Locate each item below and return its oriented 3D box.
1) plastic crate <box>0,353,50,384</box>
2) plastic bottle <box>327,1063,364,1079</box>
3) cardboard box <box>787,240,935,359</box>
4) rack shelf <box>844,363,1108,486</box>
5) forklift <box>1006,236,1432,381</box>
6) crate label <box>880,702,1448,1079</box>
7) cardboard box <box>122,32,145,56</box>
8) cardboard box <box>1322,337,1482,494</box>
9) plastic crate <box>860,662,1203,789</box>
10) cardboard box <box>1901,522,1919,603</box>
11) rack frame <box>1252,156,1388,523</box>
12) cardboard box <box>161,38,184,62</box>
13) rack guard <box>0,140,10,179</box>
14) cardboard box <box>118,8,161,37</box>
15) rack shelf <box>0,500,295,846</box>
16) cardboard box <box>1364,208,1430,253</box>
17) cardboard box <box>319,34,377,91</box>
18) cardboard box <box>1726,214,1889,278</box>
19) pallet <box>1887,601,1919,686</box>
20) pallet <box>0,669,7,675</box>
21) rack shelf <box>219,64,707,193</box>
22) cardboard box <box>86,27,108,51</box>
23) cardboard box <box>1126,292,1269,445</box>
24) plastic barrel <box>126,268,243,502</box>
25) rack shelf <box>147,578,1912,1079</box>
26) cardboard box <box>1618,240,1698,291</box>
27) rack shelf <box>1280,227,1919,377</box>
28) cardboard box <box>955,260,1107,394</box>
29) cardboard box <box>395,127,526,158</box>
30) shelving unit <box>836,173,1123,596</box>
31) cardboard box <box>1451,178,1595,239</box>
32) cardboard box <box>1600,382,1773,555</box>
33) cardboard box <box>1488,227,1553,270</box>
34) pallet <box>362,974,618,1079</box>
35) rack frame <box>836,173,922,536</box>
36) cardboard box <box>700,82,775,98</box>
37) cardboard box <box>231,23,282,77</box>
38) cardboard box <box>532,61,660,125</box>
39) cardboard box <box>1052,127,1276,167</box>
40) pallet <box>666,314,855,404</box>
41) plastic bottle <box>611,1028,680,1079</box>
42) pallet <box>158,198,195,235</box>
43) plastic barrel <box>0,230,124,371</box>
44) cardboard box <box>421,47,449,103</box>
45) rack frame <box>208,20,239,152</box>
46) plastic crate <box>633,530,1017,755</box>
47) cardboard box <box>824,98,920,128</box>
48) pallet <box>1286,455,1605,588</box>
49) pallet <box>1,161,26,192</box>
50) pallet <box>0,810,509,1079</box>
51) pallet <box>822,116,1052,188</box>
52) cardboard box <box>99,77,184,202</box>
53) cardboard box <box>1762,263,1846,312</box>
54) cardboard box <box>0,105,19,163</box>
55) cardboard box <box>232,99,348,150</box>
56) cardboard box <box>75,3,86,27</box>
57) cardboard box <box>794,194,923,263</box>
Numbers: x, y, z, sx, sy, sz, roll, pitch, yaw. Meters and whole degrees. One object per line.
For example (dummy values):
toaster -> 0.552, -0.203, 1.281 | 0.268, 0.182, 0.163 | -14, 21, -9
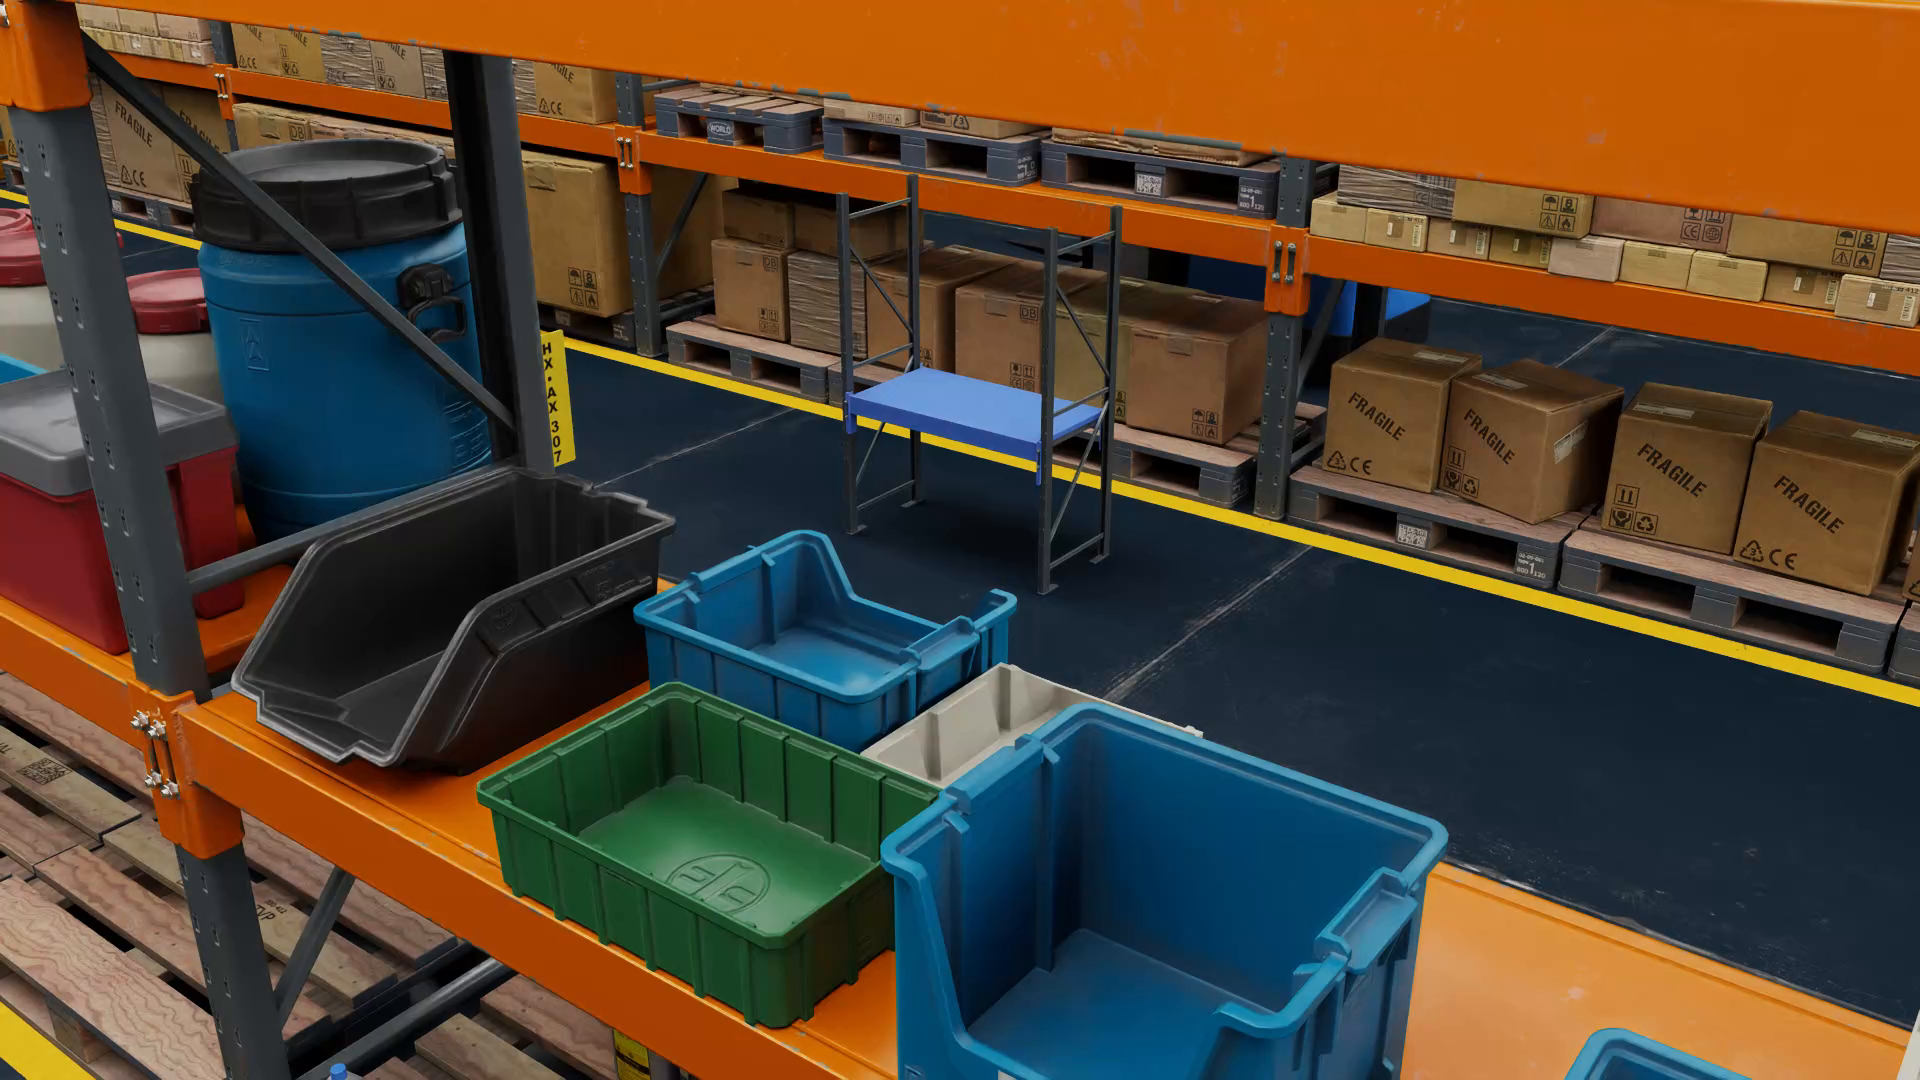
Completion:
plastic crate -> -2.373, -0.187, 3.974 | 0.575, 0.384, 0.392 | 17, 29, 33
plastic bottle -> -1.311, 1.238, 3.559 | 0.097, 0.271, 0.097 | 0, 24, 0
cardboard box -> -0.534, -1.365, 9.183 | 0.500, 0.500, 0.700 | 14, 27, 29
rack shelf -> 0.068, -0.501, 6.973 | 1.000, 0.185, 0.538 | 17, 29, 33
forklift -> 1.286, -2.693, 9.726 | 3.031, 2.935, 1.130 | 19, 30, 36
crate label -> 0.262, 0.565, 2.203 | 0.616, 0.435, 0.502 | 17, 29, 33
cardboard box -> -5.792, -3.600, 12.013 | 0.250, 0.149, 0.380 | 17, 29, 34
cardboard box -> 1.963, -0.565, 7.391 | 0.500, 0.500, 0.500 | 16, 28, 32
plastic crate -> 0.148, 0.403, 2.941 | 0.437, 0.136, 0.530 | 17, 29, 33
cardboard box -> 3.879, 0.003, 6.102 | 0.500, 0.500, 0.500 | -17, 29, -34
rack frame -> 1.667, -1.626, 7.220 | 0.127, 3.000, 1.000 | 17, 29, 33
cardboard box -> -5.381, -3.476, 11.731 | 0.250, 0.149, 0.380 | 17, 29, 34
rack guard -> -7.954, -3.390, 14.324 | 0.348, 0.500, 1.175 | 17, 29, 33
cardboard box -> -5.661, -3.775, 11.914 | 0.500, 0.250, 0.500 | 18, 29, 35
rack shelf -> -2.904, -0.183, 4.836 | 4.000, 0.370, 1.077 | 17, 29, 33
cardboard box -> 1.851, -1.297, 6.786 | 0.250, 0.149, 0.380 | 17, 29, 33
cardboard box -> -3.713, -3.172, 10.605 | 0.500, 0.500, 0.500 | 16, 28, 32
cardboard box -> 3.205, -1.324, 6.043 | 0.500, 0.500, 0.875 | 17, 29, 33
pallet -> 4.178, 0.391, 6.101 | 1.213, 0.211, 1.003 | 17, 29, 33
pallet -> -3.908, 0.481, 5.898 | 1.213, 0.211, 1.003 | 17, 29, 33
rack shelf -> -3.134, -2.748, 10.659 | 4.000, 0.370, 1.077 | 17, 29, 33
cardboard box -> -6.203, -3.724, 12.294 | 0.250, 0.149, 0.380 | 16, 29, 32
cardboard box -> 1.189, -0.839, 7.989 | 0.500, 0.500, 0.700 | 14, 28, 29
plastic barrel -> -1.937, -0.392, 4.252 | 0.433, 0.535, 0.433 | 0, 24, 0
rack shelf -> 0.297, 0.785, 2.641 | 4.000, 0.370, 1.077 | 17, 29, 33
cardboard box -> 2.674, -1.068, 6.265 | 0.250, 0.149, 0.380 | 17, 29, 33
rack shelf -> 3.268, -0.813, 6.268 | 4.000, 0.370, 1.077 | 17, 29, 33
cardboard box -> 0.370, -1.096, 8.571 | 0.500, 0.500, 0.700 | 14, 27, 29
cardboard box -> -2.782, -2.205, 10.648 | 0.875, 0.875, 1.225 | 17, 29, 33
shelving unit -> 0.068, -0.666, 6.901 | 1.048, 1.500, 0.538 | 17, 29, 33
cardboard box -> 2.369, -1.547, 6.548 | 0.500, 0.500, 0.875 | 17, 29, 33
cardboard box -> 2.970, -0.304, 6.799 | 0.500, 0.500, 0.500 | 14, 27, 29
cardboard box -> 2.273, -1.189, 6.539 | 0.250, 0.149, 0.380 | 17, 29, 33
pallet -> -0.791, 1.424, 3.757 | 1.213, 0.211, 1.003 | 17, 29, 33
rack frame -> -0.339, -0.789, 7.180 | 0.032, 1.500, 0.500 | 17, 29, 33
cardboard box -> -1.078, -2.714, 9.044 | 0.500, 0.500, 0.500 | 13, 27, 27
cardboard box -> -4.516, -3.415, 11.155 | 0.500, 0.500, 0.500 | 17, 29, 33
cardboard box -> -2.077, -2.679, 9.485 | 0.500, 0.500, 0.500 | 18, 29, 35
cardboard box -> 1.115, -2.330, 7.553 | 1.000, 1.000, 1.000 | 17, 29, 34
pallet -> -0.909, -1.128, 9.548 | 1.213, 0.211, 1.003 | 17, 29, 33
plastic bottle -> -0.702, 1.092, 3.791 | 0.185, 0.351, 0.144 | 17, 29, 33
pallet -> -5.296, -2.494, 12.648 | 1.213, 0.211, 1.003 | 17, 29, 33
plastic barrel -> -2.524, -0.570, 4.655 | 0.433, 0.535, 0.433 | 0, 24, 0
cardboard box -> -2.890, -2.926, 10.046 | 0.500, 0.500, 0.500 | 16, 28, 32
rack frame -> -4.734, -3.561, 11.611 | 0.127, 3.000, 1.000 | 17, 29, 33
plastic crate -> -0.255, 0.220, 3.215 | 0.616, 0.251, 0.499 | 17, 29, 33
cardboard box -> -0.330, -2.237, 8.273 | 0.500, 0.250, 0.500 | 16, 28, 32
pallet -> 2.226, -0.199, 7.440 | 1.213, 0.211, 1.003 | 17, 29, 33
pallet -> -7.248, -3.084, 13.987 | 1.213, 0.211, 1.003 | 17, 29, 33
pallet -> -1.955, 1.071, 4.558 | 1.213, 0.211, 1.003 | 17, 29, 33
pallet -> 0.075, -2.040, 8.398 | 1.213, 0.211, 1.003 | 17, 29, 33
cardboard box -> -5.935, -3.184, 12.870 | 0.875, 0.875, 0.875 | 17, 29, 33
cardboard box -> 3.094, -0.958, 6.015 | 0.250, 0.149, 0.380 | 17, 29, 33
cardboard box -> -7.375, -3.619, 13.858 | 0.875, 0.875, 0.875 | 17, 29, 33
cardboard box -> -4.210, -2.632, 11.618 | 0.875, 0.875, 1.225 | 17, 29, 33
cardboard box -> -6.472, -4.022, 12.474 | 0.500, 0.250, 0.500 | 16, 28, 32
cardboard box -> -0.549, -1.717, 9.050 | 0.500, 0.250, 0.500 | 21, 31, 39
